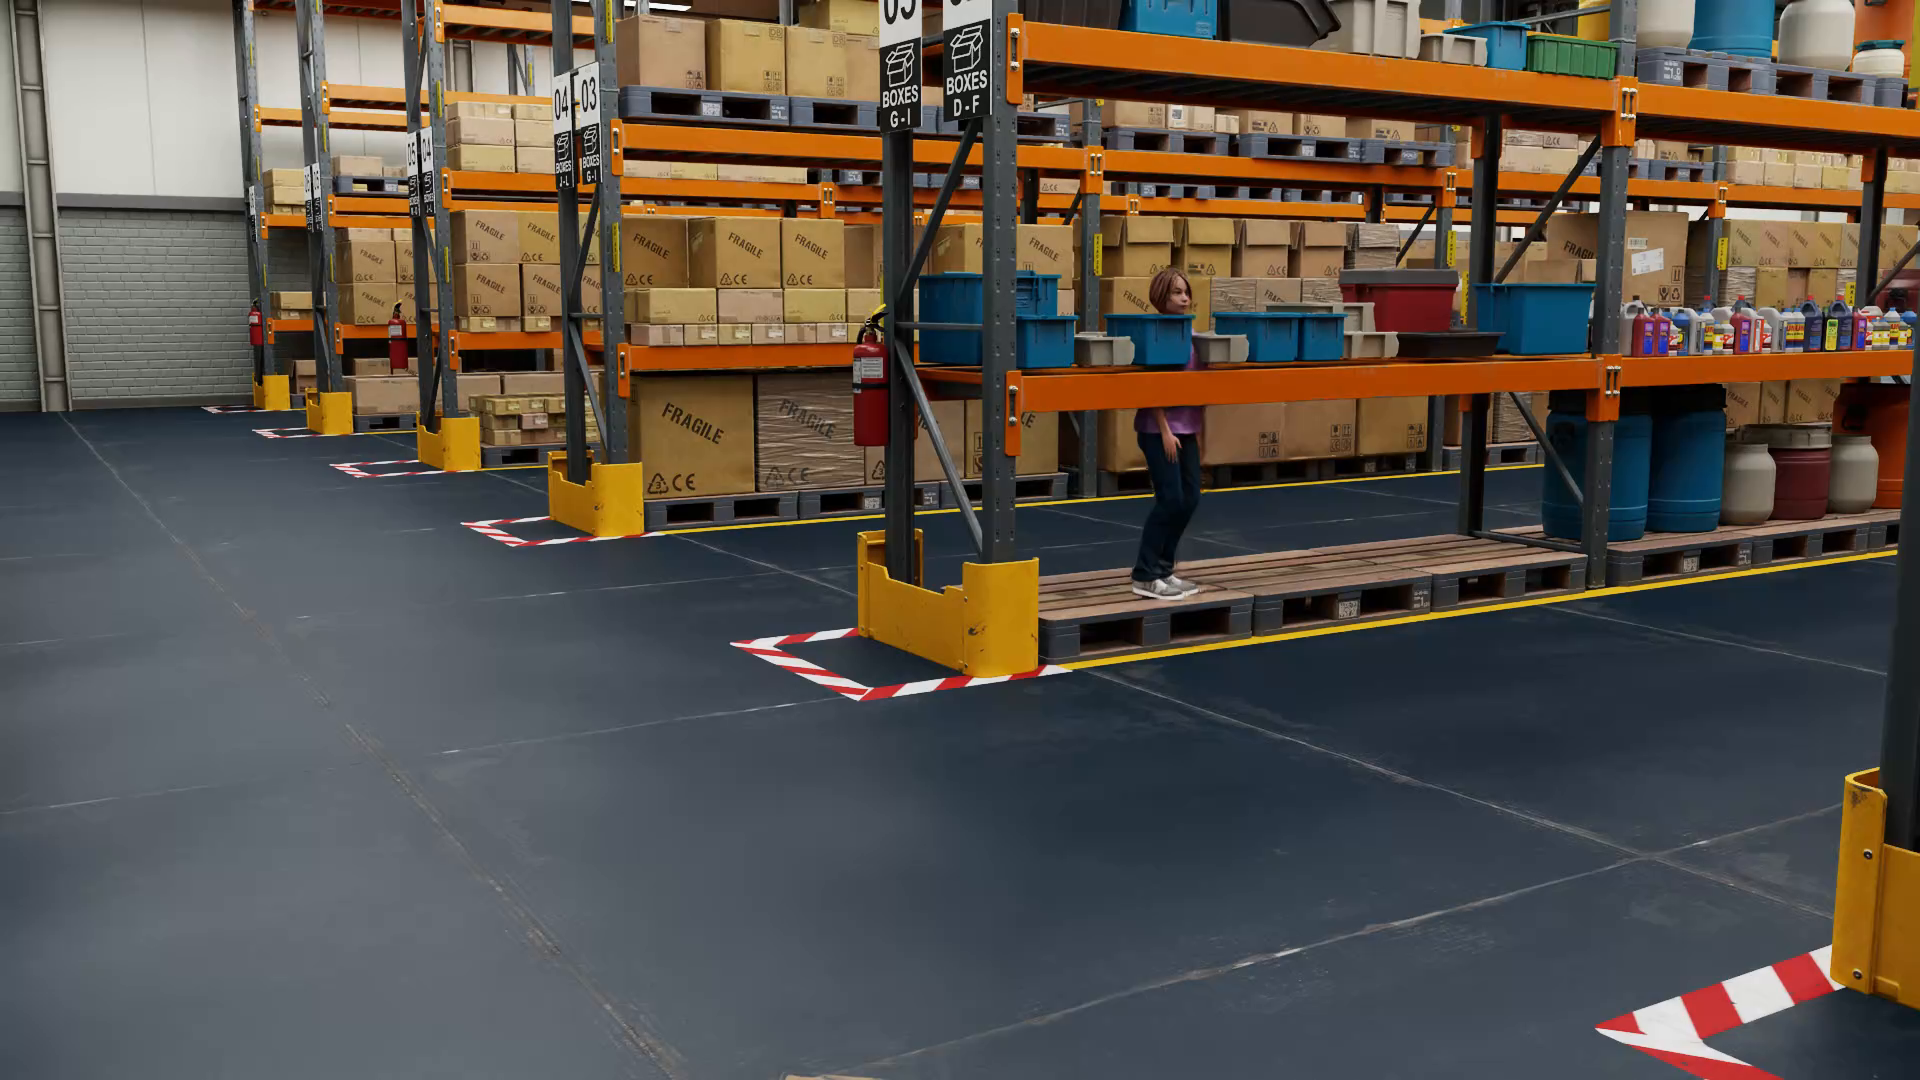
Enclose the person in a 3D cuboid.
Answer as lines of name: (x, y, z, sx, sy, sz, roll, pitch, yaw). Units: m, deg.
person: (1.003, -0.489, 7.965, 0.310, 1.548, 0.431, 6, 10, 34)
